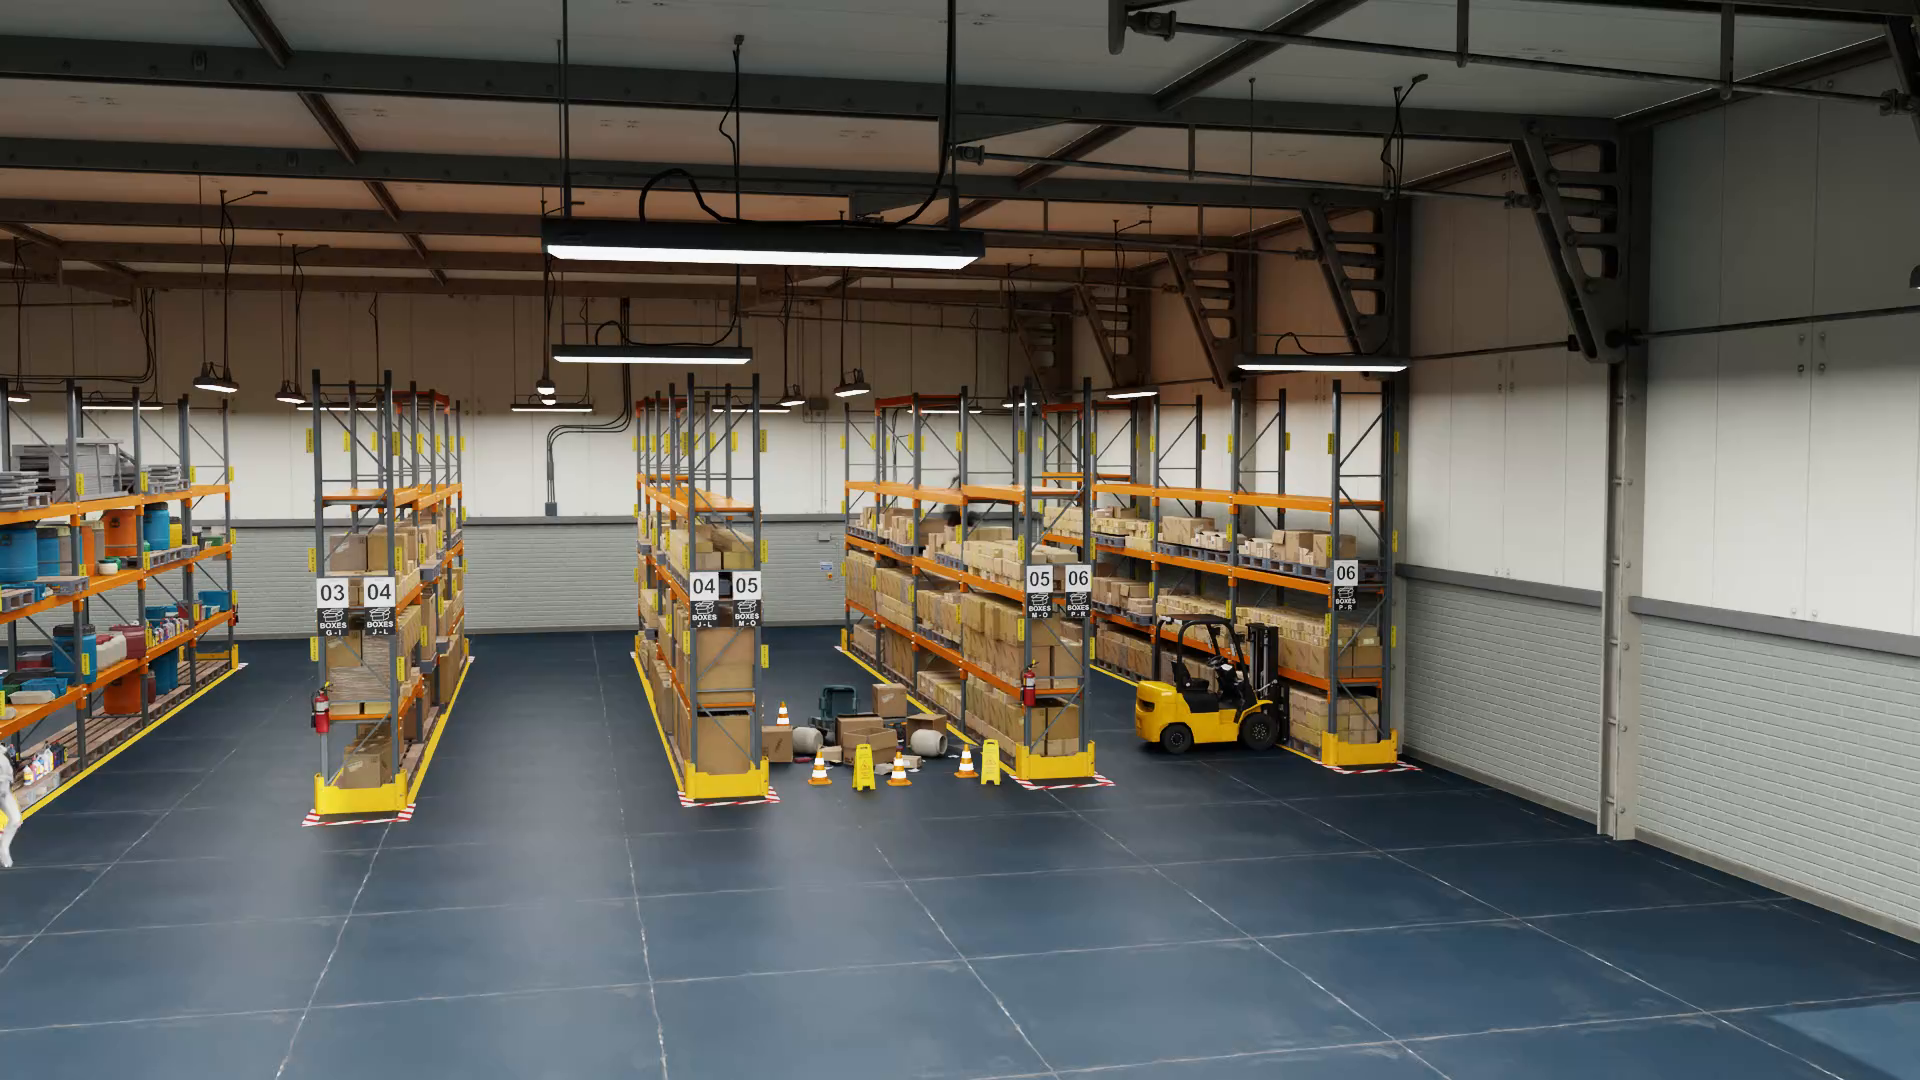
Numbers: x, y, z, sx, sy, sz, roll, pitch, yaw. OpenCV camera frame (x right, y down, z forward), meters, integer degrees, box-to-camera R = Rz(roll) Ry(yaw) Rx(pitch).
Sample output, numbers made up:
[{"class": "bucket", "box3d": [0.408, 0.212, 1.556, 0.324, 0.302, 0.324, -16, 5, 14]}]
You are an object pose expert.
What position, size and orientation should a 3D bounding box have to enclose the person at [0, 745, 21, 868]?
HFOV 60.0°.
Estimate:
[{"class": "person", "box3d": [-11.419, 3.020, 19.652, 0.851, 1.705, 0.622, 2, 4, 28]}]
